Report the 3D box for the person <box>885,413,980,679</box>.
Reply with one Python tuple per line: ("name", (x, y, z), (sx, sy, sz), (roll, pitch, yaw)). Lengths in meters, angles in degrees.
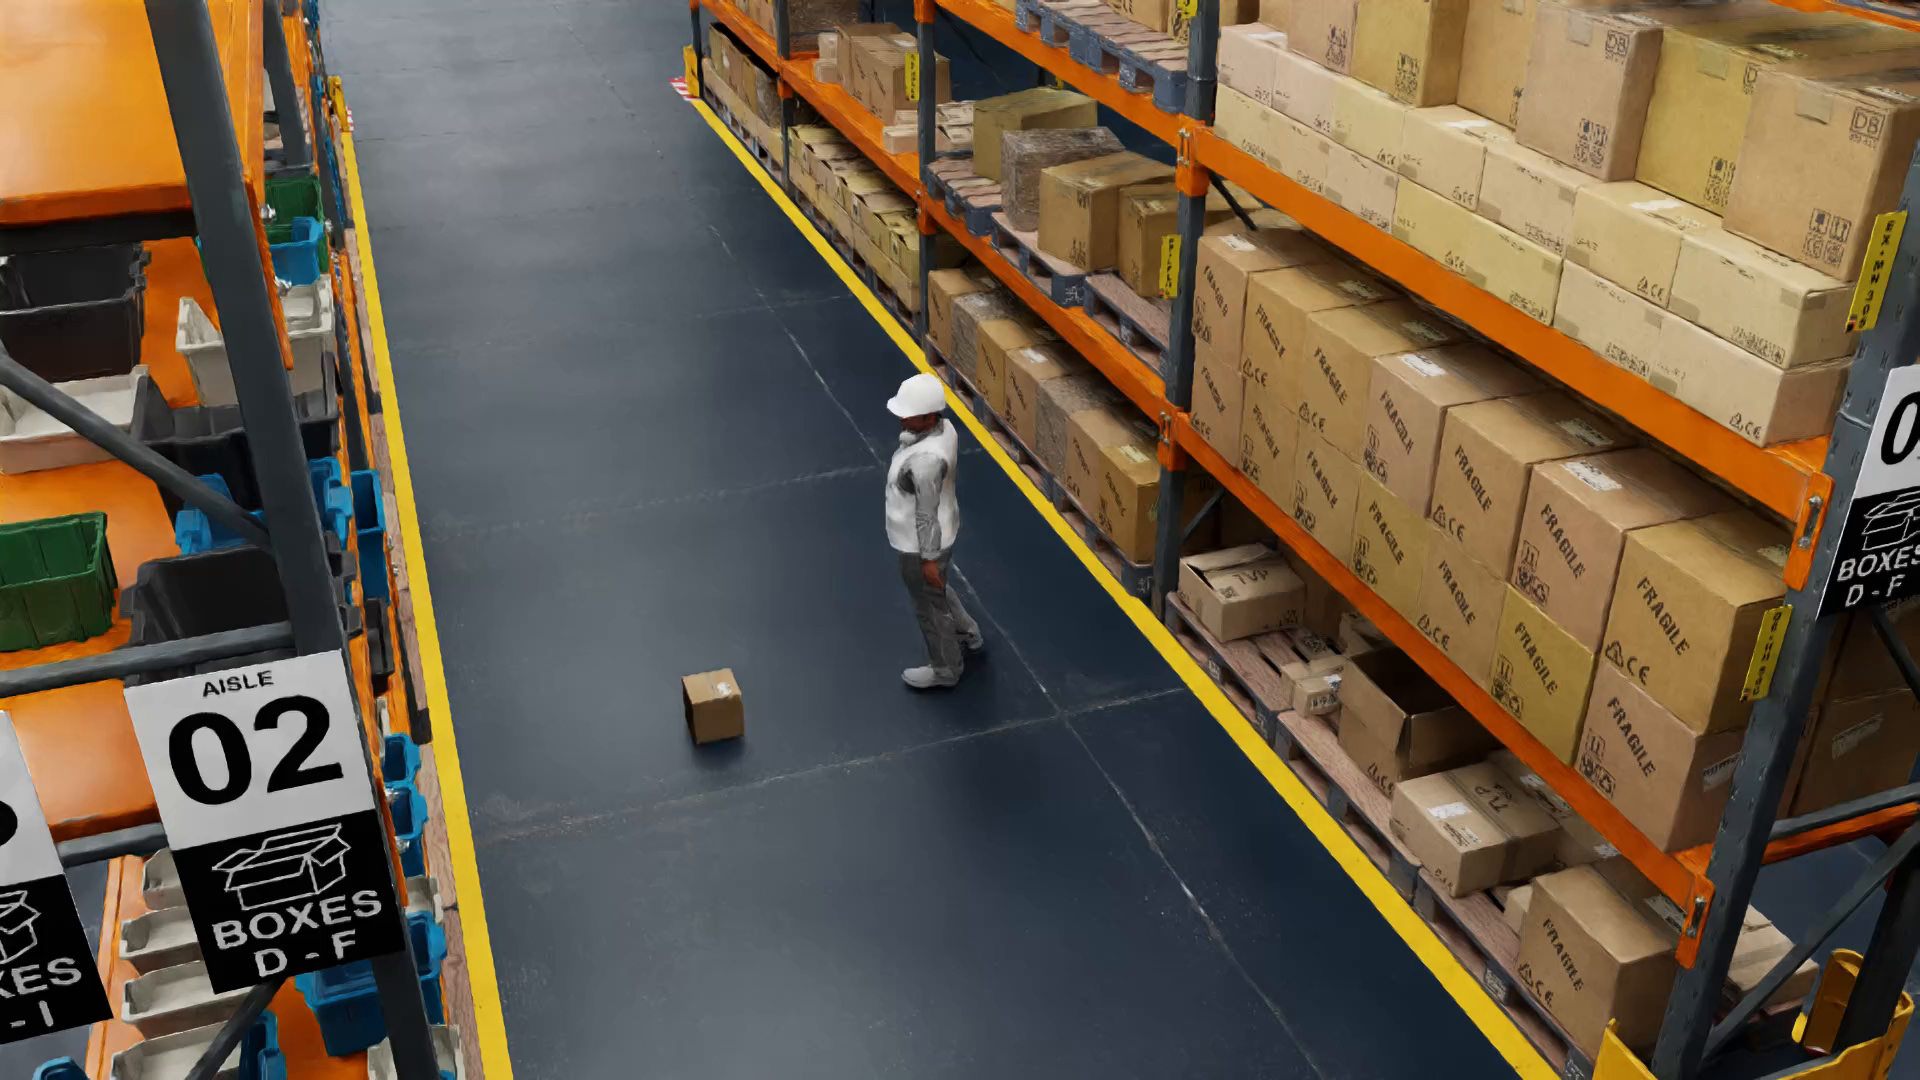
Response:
("person", (-0.138, 0.029, 8.410), (0.436, 1.480, 0.516), (5, 30, 8))
